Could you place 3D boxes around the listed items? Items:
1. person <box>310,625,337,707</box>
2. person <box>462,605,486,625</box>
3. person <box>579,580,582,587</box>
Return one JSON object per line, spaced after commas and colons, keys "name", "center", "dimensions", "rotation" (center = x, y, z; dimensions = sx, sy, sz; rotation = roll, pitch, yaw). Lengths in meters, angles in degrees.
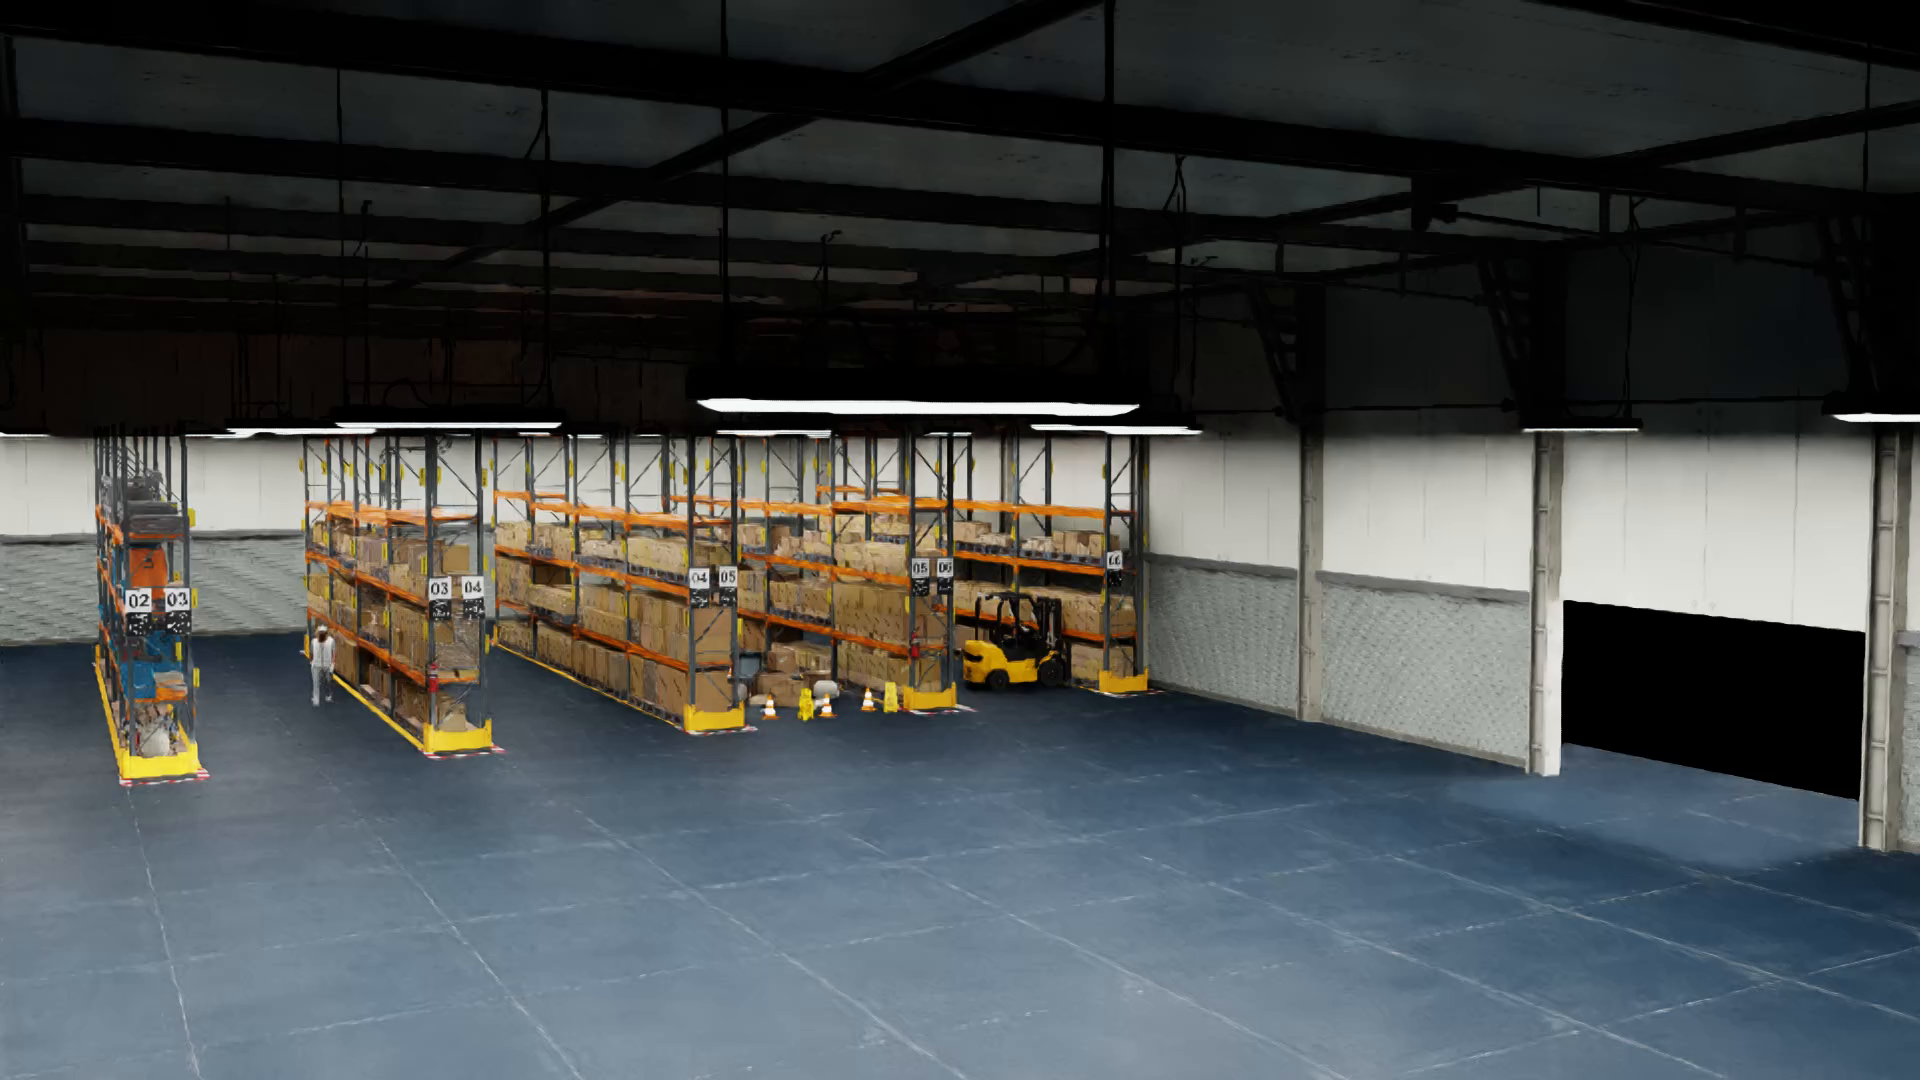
{"name": "person", "center": [-13.690, 2.684, 35.761], "dimensions": [0.553, 1.724, 1.035], "rotation": [-1, 4, -20]}
{"name": "person", "center": [-12.794, 2.217, 43.678], "dimensions": [0.677, 1.742, 0.552], "rotation": [-2, 4, -30]}
{"name": "person", "center": [-10.667, 1.998, 46.675], "dimensions": [0.628, 1.768, 0.456], "rotation": [2, 4, 34]}
